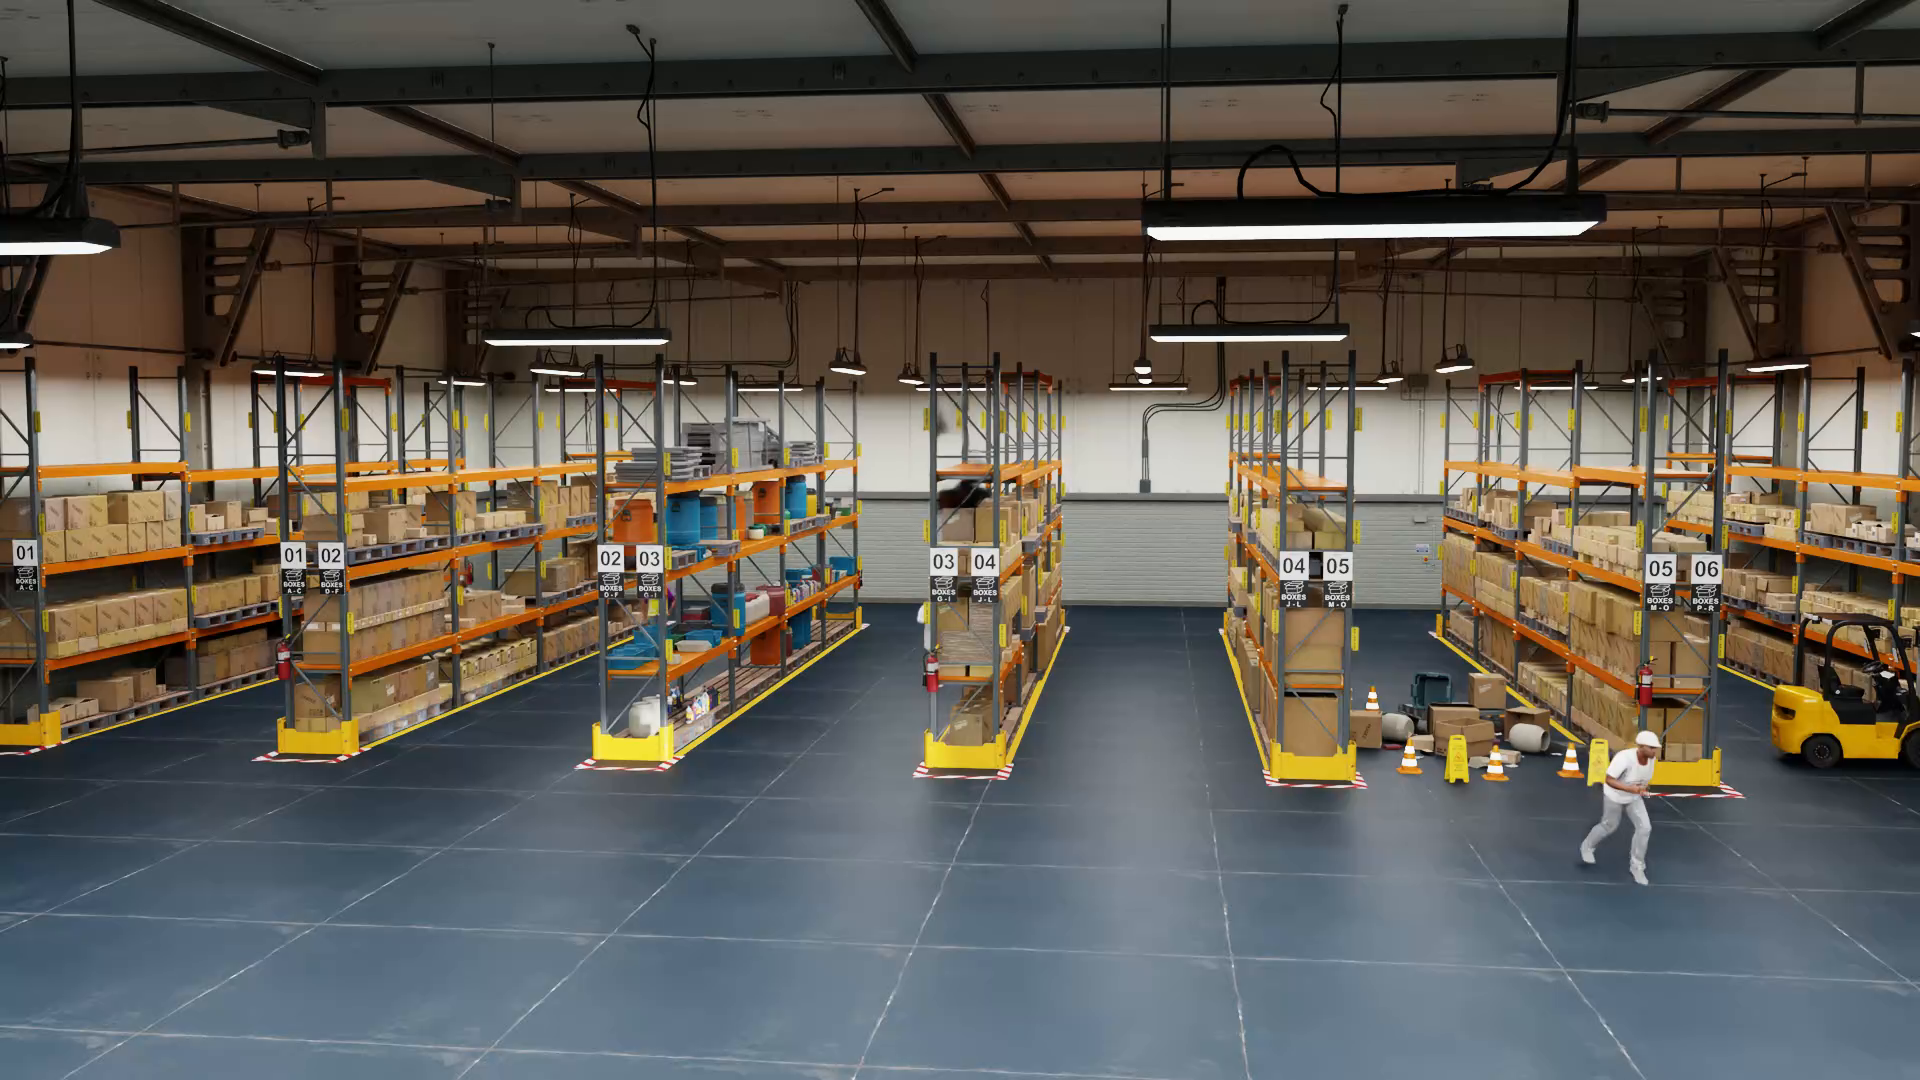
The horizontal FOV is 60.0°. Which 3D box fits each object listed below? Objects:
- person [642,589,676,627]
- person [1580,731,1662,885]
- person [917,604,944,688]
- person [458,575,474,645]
[{"bbox_3d":[-6.437,1.629,35.534,0.723,1.743,0.644,0,4,0],"label":"person"},{"bbox_3d":[7.294,2.898,18.348,0.747,1.717,1.044,-2,4,-25],"label":"person"},{"bbox_3d":[-0.473,1.855,31.725,0.696,1.828,0.916,0,4,-1],"label":"person"},{"bbox_3d":[-10.890,1.598,36.336,0.558,1.666,0.567,0,4,0],"label":"person"}]
